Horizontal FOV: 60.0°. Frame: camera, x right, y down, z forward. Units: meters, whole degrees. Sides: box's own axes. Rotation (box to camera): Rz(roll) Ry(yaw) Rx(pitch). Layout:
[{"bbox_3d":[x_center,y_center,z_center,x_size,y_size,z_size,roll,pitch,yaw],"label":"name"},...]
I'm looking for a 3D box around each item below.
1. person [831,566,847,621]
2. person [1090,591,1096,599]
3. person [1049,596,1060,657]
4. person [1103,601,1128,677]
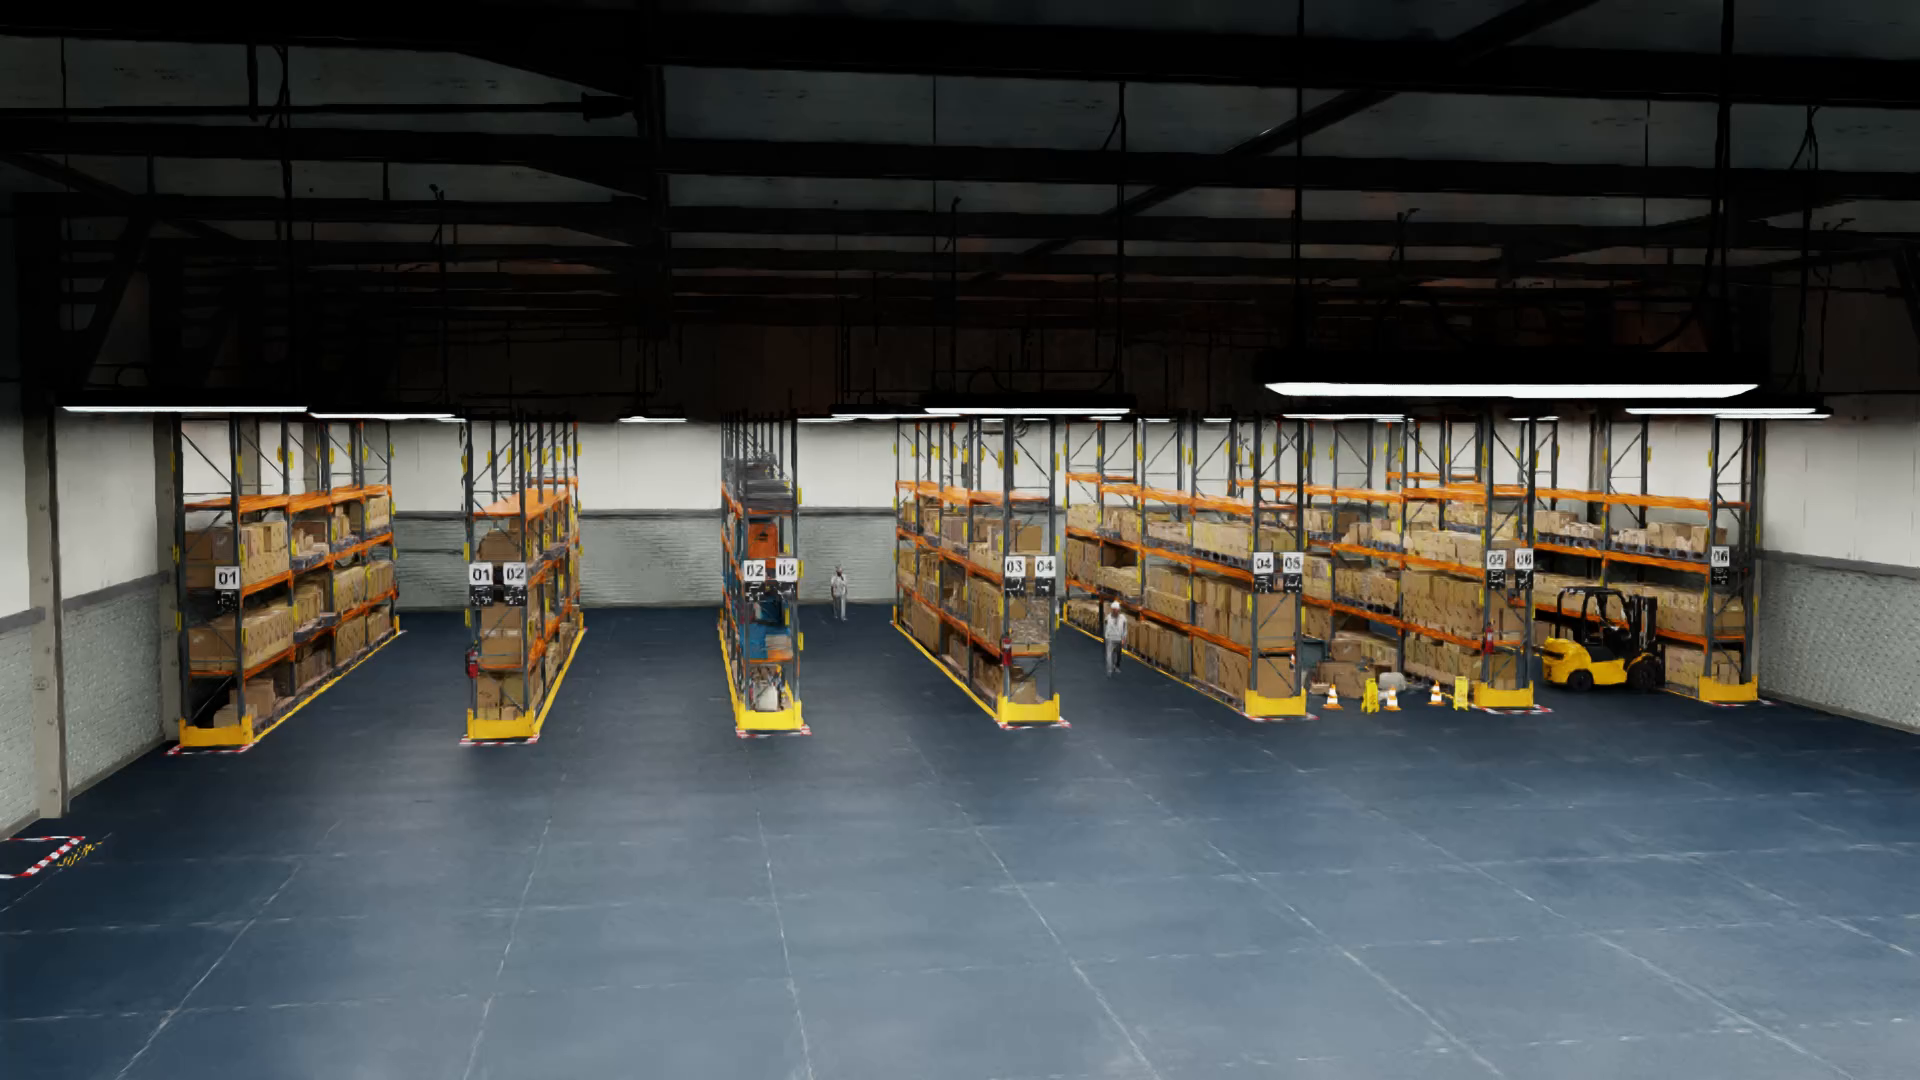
[{"bbox_3d":[-3.513,1.547,48.353,0.456,1.578,1.088,-1,4,-7],"label":"person"},{"bbox_3d":[4.185,1.395,50.804,0.469,1.584,0.508,2,5,28],"label":"person"},{"bbox_3d":[2.143,1.995,41.139,0.736,1.717,0.904,0,4,-5],"label":"person"},{"bbox_3d":[3.522,2.229,37.674,0.538,1.714,1.025,0,4,0],"label":"person"}]
